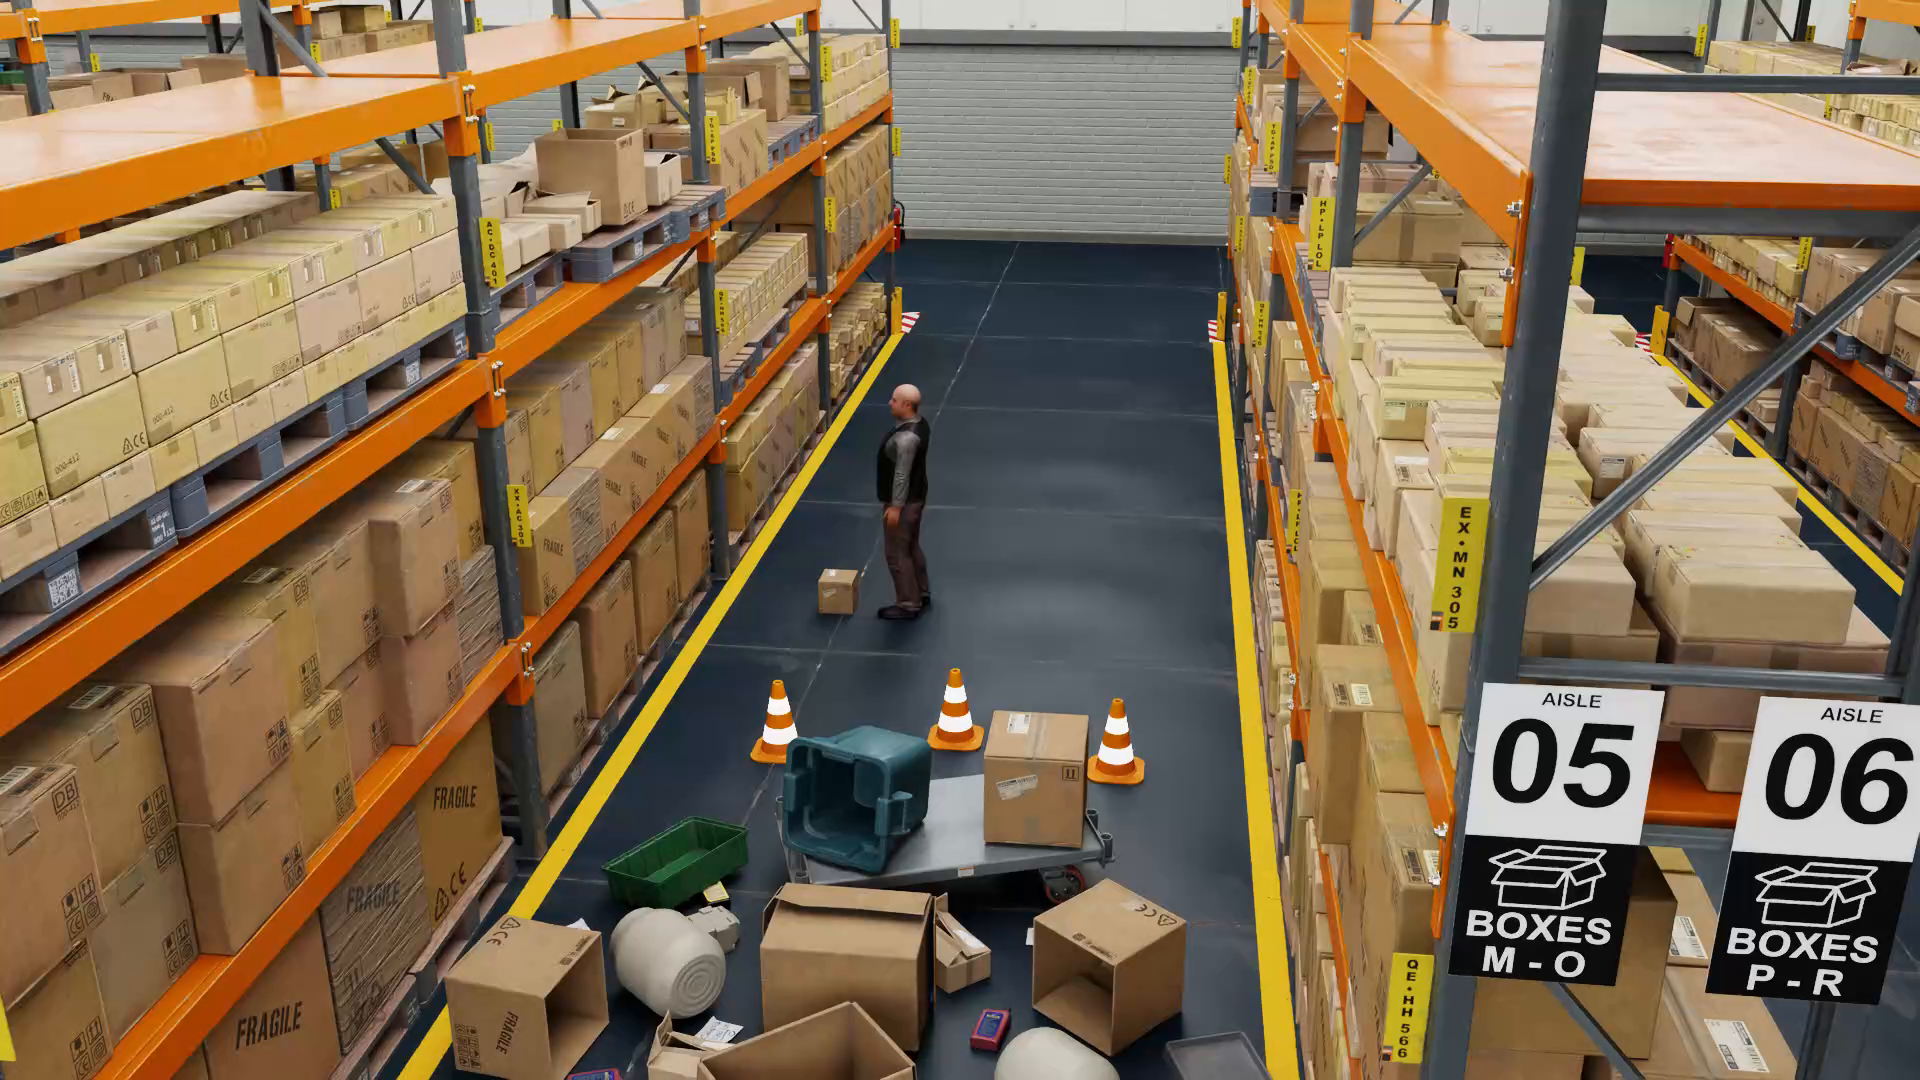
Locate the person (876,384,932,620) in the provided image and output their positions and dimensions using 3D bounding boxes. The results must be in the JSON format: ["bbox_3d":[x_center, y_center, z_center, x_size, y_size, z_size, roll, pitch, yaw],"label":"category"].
[{"bbox_3d":[-0.406,-0.258,11.852,0.362,1.756,0.531,3,21,8],"label":"person"}]
